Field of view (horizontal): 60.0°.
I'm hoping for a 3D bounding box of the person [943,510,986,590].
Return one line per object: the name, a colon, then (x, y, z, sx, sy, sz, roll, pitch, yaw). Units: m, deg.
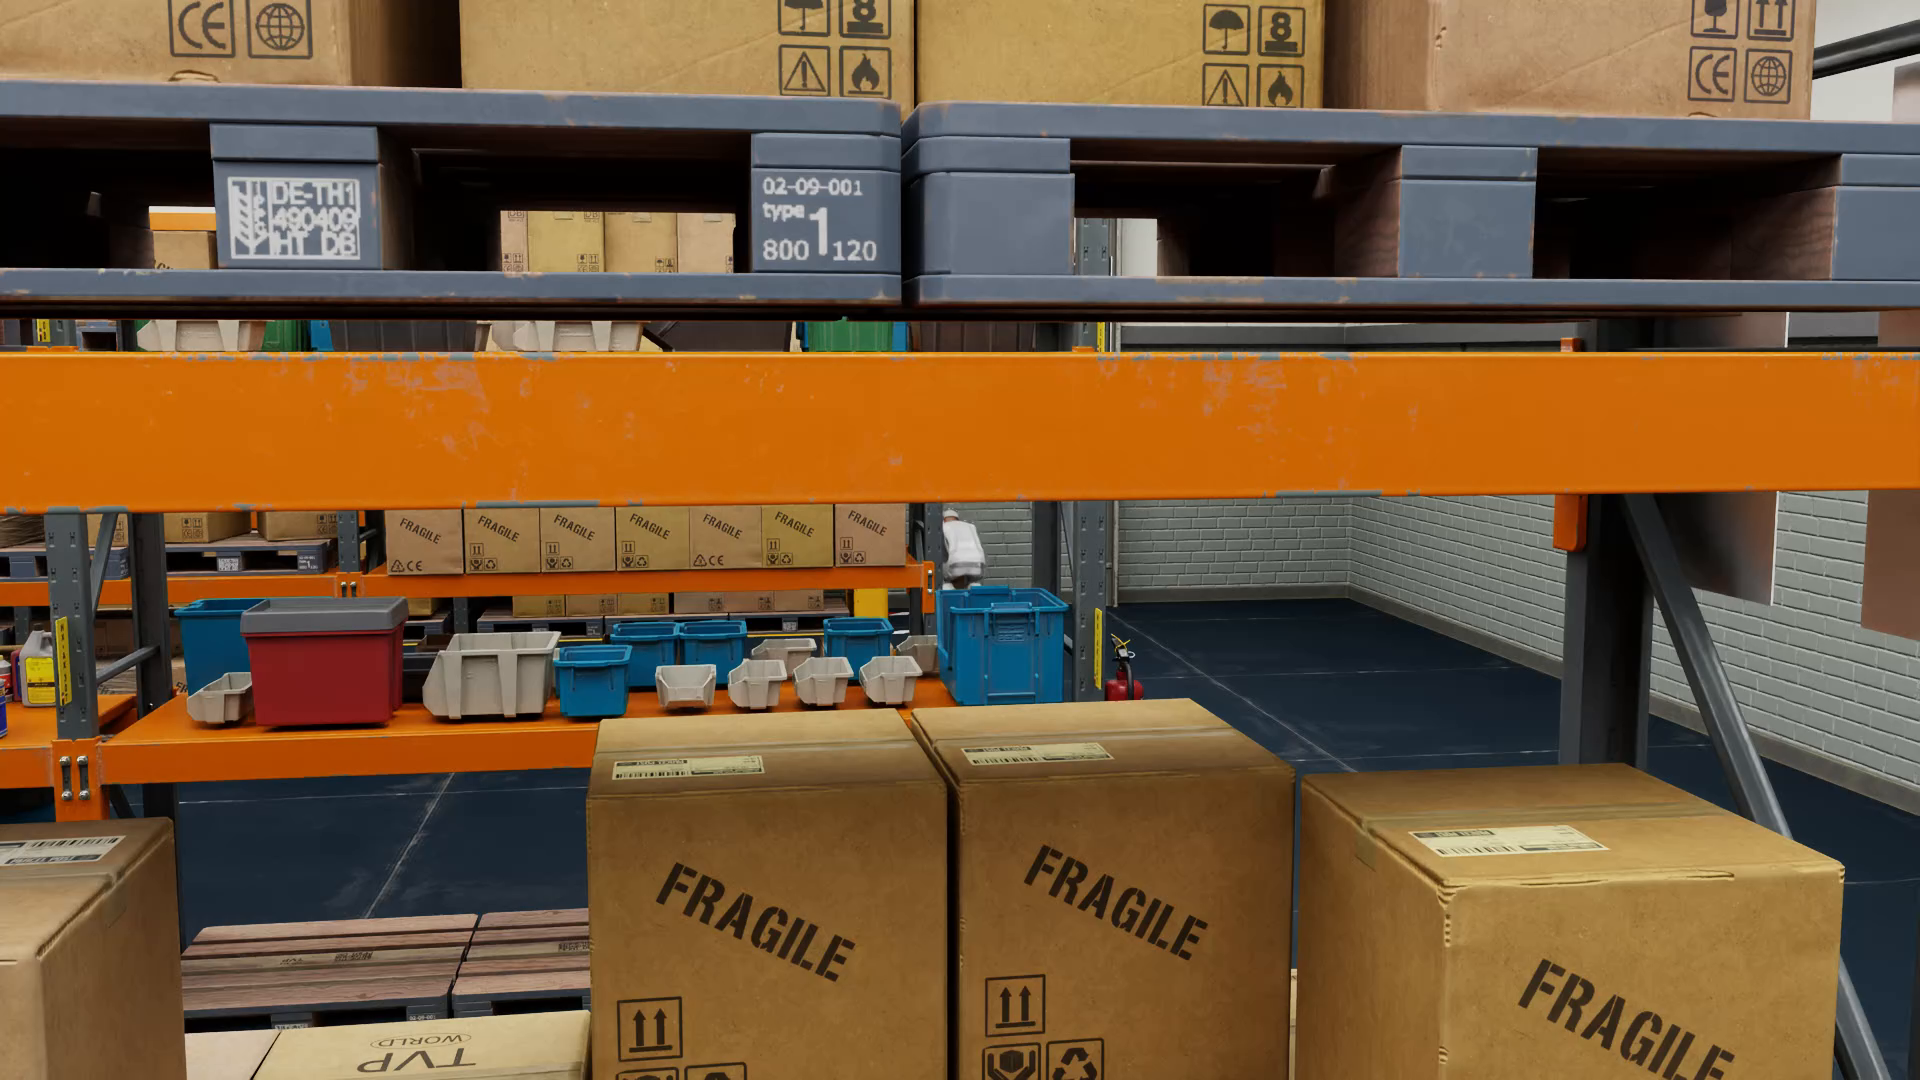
person: (-0.029, 0.253, 17.887, 0.582, 1.114, 0.856, -1, 7, -11)
